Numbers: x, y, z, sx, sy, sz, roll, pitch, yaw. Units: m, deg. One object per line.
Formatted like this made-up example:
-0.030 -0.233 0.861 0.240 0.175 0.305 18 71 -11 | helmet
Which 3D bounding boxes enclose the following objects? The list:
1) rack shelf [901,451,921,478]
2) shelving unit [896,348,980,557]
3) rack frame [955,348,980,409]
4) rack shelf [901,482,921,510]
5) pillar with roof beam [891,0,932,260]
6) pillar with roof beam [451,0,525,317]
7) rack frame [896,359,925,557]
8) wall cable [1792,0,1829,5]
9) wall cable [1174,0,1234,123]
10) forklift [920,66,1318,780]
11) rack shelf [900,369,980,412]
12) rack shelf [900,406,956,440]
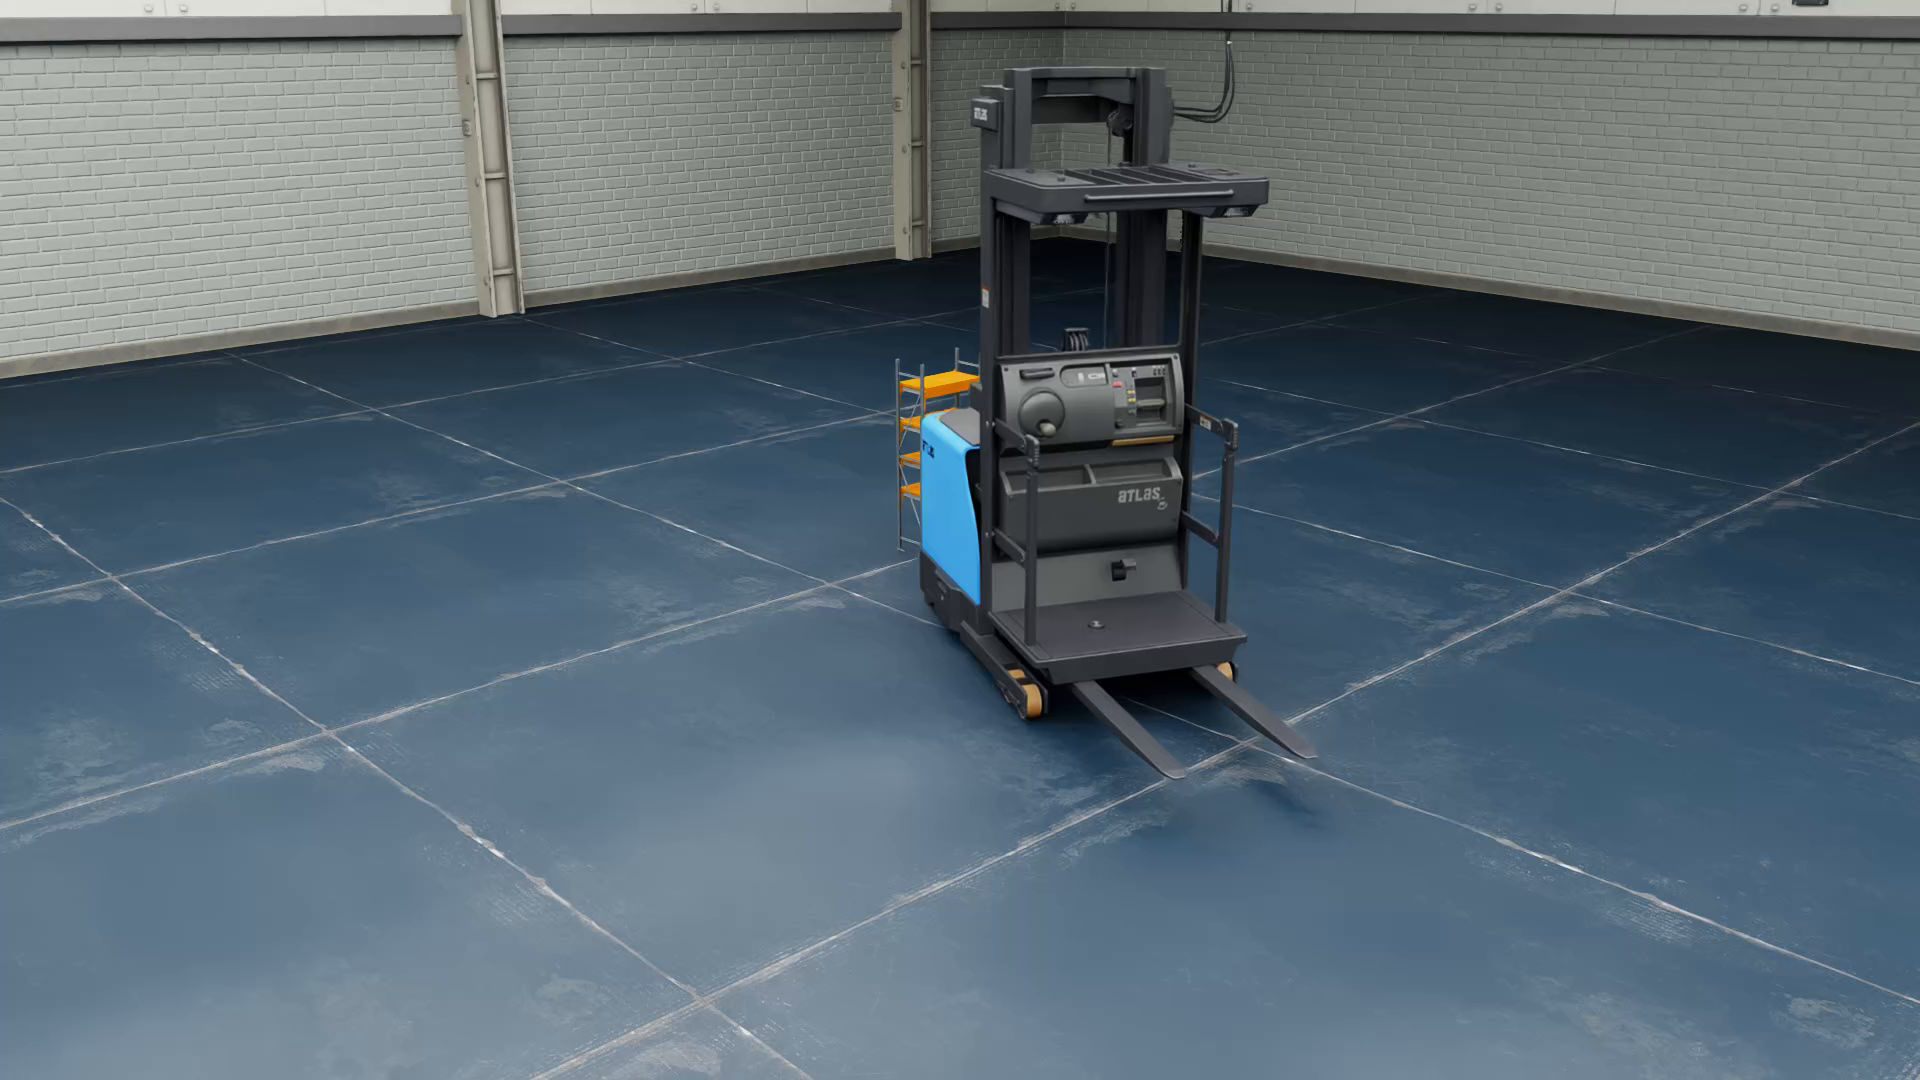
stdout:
-0.120 -0.472 10.212 0.480 0.148 0.258 -16 24 -41 | rack shelf
-0.120 -0.536 10.191 0.503 1.200 0.258 -16 24 -41 | shelving unit
0.057 -0.587 10.351 0.015 1.200 0.240 -16 24 -41 | rack frame
-0.120 -0.283 10.273 0.480 0.148 0.258 -16 24 -41 | rack shelf
2.336 -7.053 17.648 0.400 9.000 9.100 -16 24 -41 | pillar with roof beam
-2.024 -5.782 13.727 0.400 9.000 9.100 -16 24 -41 | pillar with roof beam
-0.298 -0.484 10.032 0.015 1.200 0.240 -16 24 -41 | rack frame
8.938 -7.833 14.539 0.169 6.003 2.305 -16 24 -41 | wall cable
2.427 -6.869 22.114 0.112 2.526 3.097 -16 24 -41 | wall cable
0.714 -0.686 7.848 1.130 2.935 3.031 -6 19 -17 | forklift
-0.120 -0.909 10.070 0.480 0.148 0.258 -16 24 -41 | rack shelf
-0.120 -0.684 10.143 0.480 0.148 0.258 -16 24 -41 | rack shelf
